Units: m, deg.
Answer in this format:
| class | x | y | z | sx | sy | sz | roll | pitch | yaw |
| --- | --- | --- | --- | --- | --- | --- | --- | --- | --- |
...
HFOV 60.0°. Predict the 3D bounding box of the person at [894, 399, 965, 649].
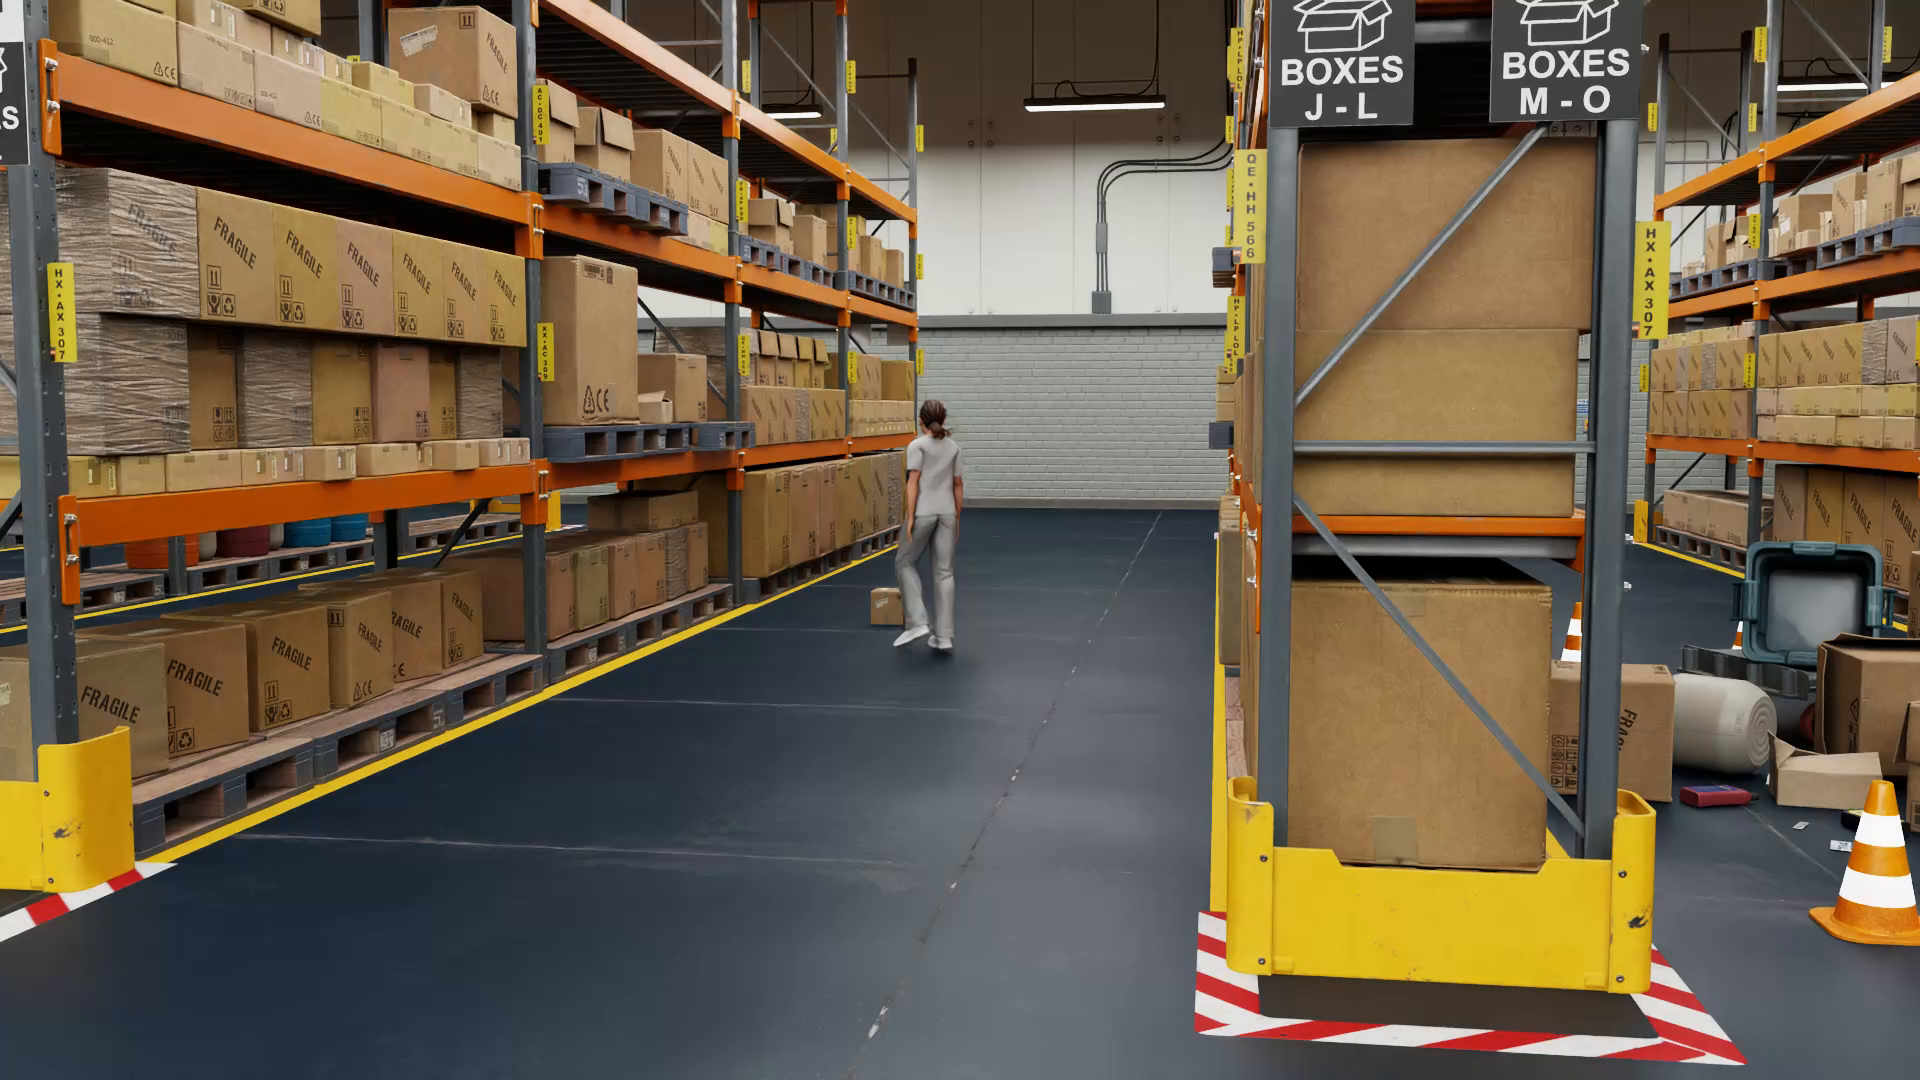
| class | x | y | z | sx | sy | sz | roll | pitch | yaw |
| --- | --- | --- | --- | --- | --- | --- | --- | --- | --- |
| person | -0.166 | -0.099 | 11.100 | 0.472 | 1.676 | 0.537 | -2 | 5 | -24 |
